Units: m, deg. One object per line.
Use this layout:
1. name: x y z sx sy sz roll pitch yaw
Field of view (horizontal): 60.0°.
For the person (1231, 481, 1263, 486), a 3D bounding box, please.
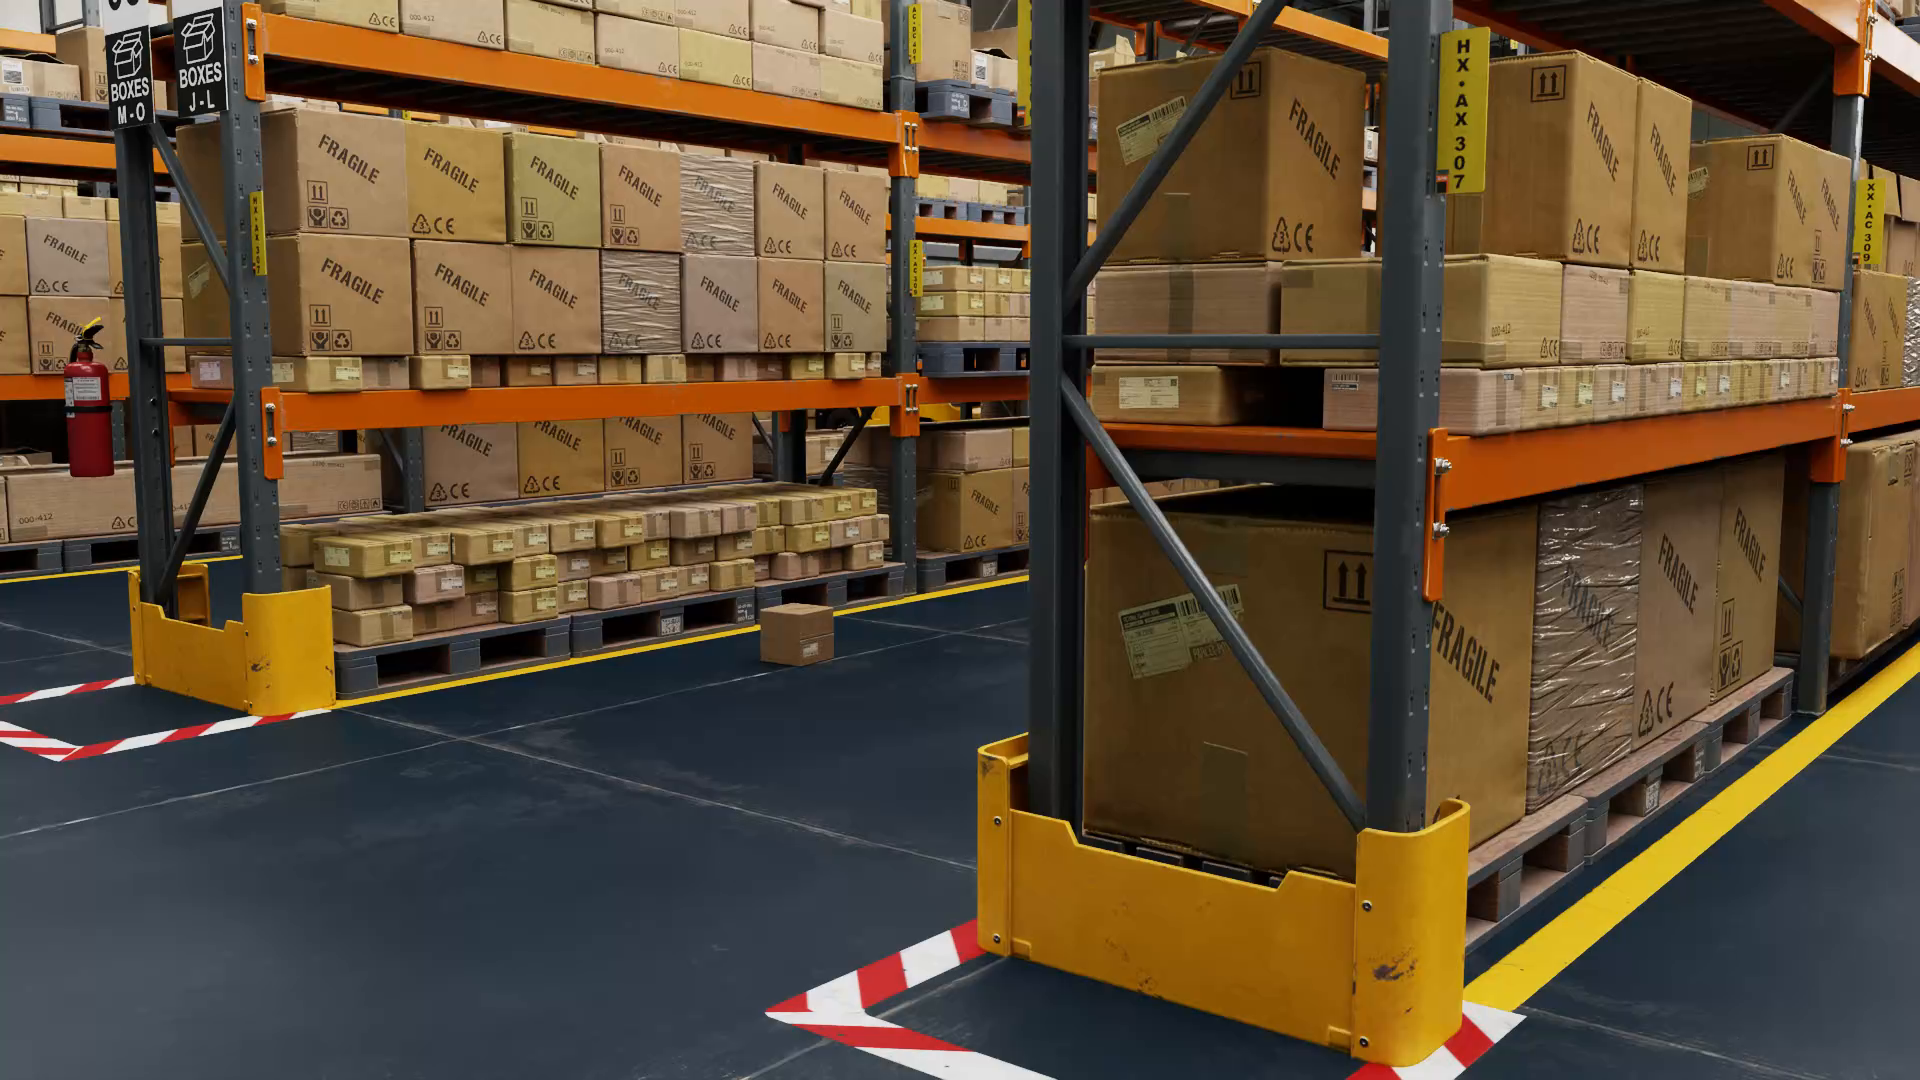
1. person: 1.847 -0.576 10.431 0.456 1.722 0.465 5 8 36
